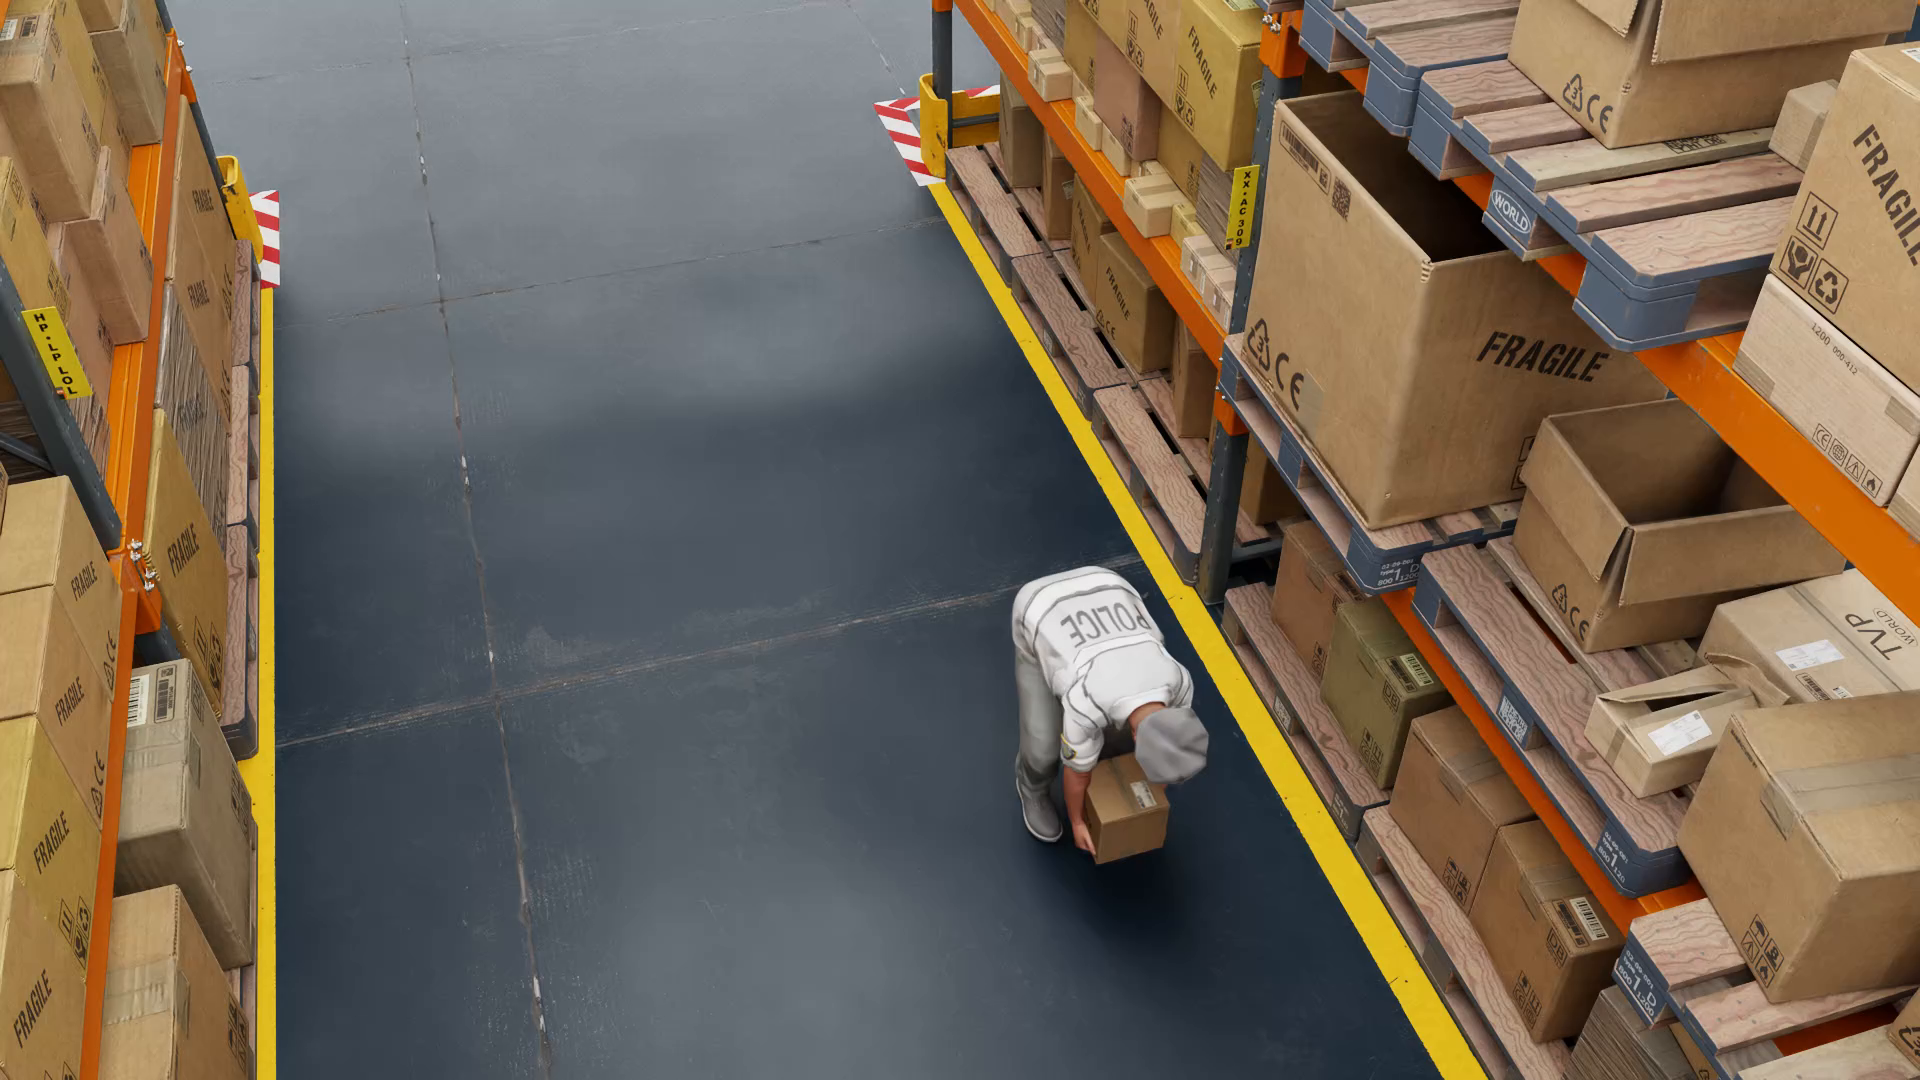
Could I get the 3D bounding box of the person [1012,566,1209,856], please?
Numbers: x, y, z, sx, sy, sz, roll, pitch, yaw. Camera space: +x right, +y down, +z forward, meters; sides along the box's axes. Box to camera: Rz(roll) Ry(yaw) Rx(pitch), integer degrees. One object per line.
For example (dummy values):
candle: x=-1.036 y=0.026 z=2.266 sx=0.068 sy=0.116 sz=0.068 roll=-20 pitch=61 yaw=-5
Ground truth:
person: x=0.507 y=0.722 z=5.803 sx=0.493 sy=1.152 sz=1.043 roll=-13 pitch=44 yaw=-14
